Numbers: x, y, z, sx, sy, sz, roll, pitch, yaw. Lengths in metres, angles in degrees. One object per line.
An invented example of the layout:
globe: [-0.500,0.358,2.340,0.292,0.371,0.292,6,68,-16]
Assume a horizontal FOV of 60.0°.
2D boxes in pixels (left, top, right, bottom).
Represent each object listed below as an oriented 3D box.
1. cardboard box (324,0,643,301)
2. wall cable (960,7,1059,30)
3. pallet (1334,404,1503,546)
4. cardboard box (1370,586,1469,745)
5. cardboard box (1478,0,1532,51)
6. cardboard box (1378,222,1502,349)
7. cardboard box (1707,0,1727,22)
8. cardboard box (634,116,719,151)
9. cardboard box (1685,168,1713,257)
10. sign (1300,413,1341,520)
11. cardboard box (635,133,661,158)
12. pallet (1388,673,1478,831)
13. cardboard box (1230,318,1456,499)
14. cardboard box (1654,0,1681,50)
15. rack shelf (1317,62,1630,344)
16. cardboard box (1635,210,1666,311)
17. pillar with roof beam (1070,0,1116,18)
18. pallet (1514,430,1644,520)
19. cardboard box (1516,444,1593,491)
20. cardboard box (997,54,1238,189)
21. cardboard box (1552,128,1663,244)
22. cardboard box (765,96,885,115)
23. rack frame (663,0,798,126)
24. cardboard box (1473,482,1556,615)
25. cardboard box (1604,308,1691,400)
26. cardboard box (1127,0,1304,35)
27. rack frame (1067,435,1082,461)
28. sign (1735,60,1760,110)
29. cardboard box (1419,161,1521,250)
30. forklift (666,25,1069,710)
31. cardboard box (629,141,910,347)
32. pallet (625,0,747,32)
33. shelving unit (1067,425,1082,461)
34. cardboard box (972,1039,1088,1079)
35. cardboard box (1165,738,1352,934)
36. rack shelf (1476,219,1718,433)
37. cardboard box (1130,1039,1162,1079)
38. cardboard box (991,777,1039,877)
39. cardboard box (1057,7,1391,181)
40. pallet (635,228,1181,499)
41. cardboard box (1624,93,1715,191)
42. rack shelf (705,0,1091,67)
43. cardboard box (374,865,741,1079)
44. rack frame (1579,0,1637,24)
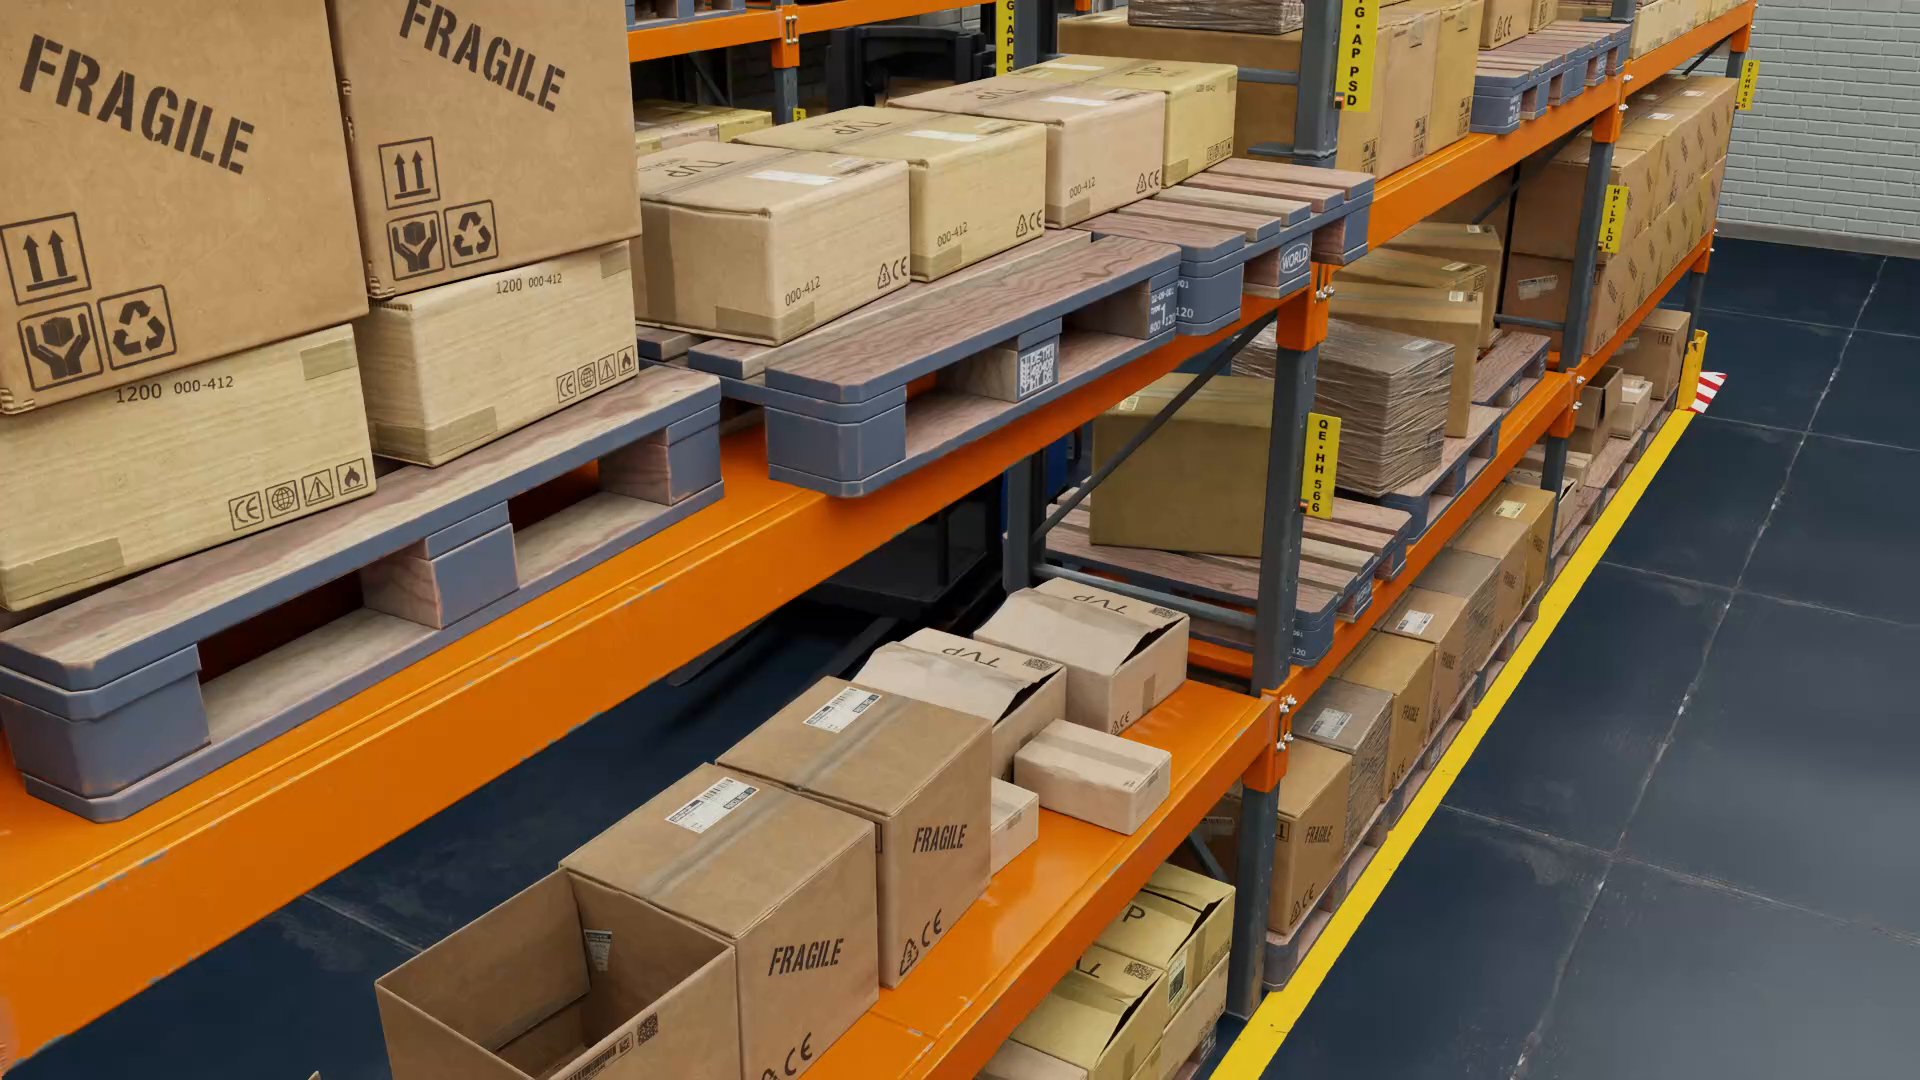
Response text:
cardboard box: [-0.855,-0.698,2.526,0.500,0.500,0.500,17,29,34]
wall cable: [0.497,-4.640,15.413,0.084,1.984,1.851,14,27,29]
pallet: [1.638,-0.375,7.083,1.003,0.211,1.213,14,27,29]
cardboard box: [1.910,0.522,7.361,0.500,0.500,0.500,13,27,27]
cardboard box: [2.064,-2.432,7.037,0.600,0.600,0.600,14,27,28]
cardboard box: [2.286,-1.282,8.281,0.700,0.500,0.500,5,24,11]
cardboard box: [4.263,-3.247,9.889,0.500,0.250,0.500,14,27,29]
cardboard box: [-1.792,-2.347,9.926,0.500,0.250,0.500,15,27,30]
cardboard box: [4.560,-2.168,10.857,0.500,0.500,0.500,14,27,29]
sign: [1.089,-0.222,5.030,0.100,0.325,0.005,14,27,29]
cardboard box: [-2.061,-2.175,9.528,0.500,0.250,0.500,14,27,30]
pallet: [1.686,0.819,7.592,1.003,0.211,1.213,14,27,29]
cardboard box: [1.497,-0.550,6.589,0.700,0.500,0.500,20,31,39]
cardboard box: [3.460,-2.744,8.726,0.500,0.250,0.500,14,27,29]
rack shelf: [1.671,-1.528,6.633,1.077,0.370,4.000,14,27,29]
cardboard box: [3.759,-1.659,9.680,0.500,0.500,0.500,14,27,29]
pillar with roof beam: [4.972,-6.486,13.407,9.100,9.000,0.400,14,27,29]
pallet: [3.732,-0.521,10.689,1.003,0.211,1.213,14,27,29]
cardboard box: [3.579,-0.448,10.022,0.380,0.166,0.250,14,27,29]
cardboard box: [0.424,-1.142,4.496,0.500,0.250,0.500,12,26,25]
cardboard box: [3.485,-1.935,9.060,0.500,0.500,0.500,13,27,27]
cardboard box: [-0.795,-2.756,11.962,0.980,0.700,0.700,13,27,28]
rack frame: [-1.485,-2.193,11.040,1.000,3.000,0.127,14,27,29]
cardboard box: [2.709,0.016,8.531,0.500,0.500,0.500,14,27,29]
cardboard box: [4.758,-1.326,11.630,0.500,0.500,0.500,14,27,29]
cardboard box: [0.851,-1.833,5.049,0.500,0.500,0.500,14,27,29]
rack frame: [0.567,-1.080,10.829,0.500,1.125,0.032,10,25,22]
sign: [5.297,-3.060,11.186,0.100,0.325,0.005,14,27,29]
cardboard box: [2.773,-1.886,8.946,0.500,0.500,0.500,14,27,29]
forklift: [-0.427,-0.971,8.303,1.130,2.935,3.031,10,25,22]
cardboard box: [-0.434,-0.589,3.219,0.500,0.250,0.500,11,26,25]
pallet: [-1.926,-3.162,9.743,0.805,0.209,1.217,13,26,27]
shelving unit: [0.358,-0.896,10.404,0.538,1.125,1.048,10,25,22]
cardboard box: [0.012,1.581,4.550,0.500,0.311,0.500,14,27,29]
cardboard box: [1.099,1.045,6.152,0.500,0.500,0.500,15,28,31]
rack shelf: [3.781,-1.501,10.347,1.077,0.370,4.000,14,27,29]
cardboard box: [0.277,1.666,5.057,0.500,0.250,0.500,14,27,28]
cardboard box: [-0.009,0.751,4.555,0.380,0.149,0.250,16,28,33]
cardboard box: [0.817,-1.383,5.267,0.910,0.500,0.500,14,27,29]
pallet: [-0.254,-0.470,3.522,1.003,0.211,1.213,15,28,31]
cardboard box: [4.299,-2.456,10.264,0.500,0.500,0.500,15,27,30]
rack shelf: [-0.430,-3.914,12.146,1.077,0.370,4.000,14,27,29]
cardboard box: [-0.797,1.064,3.390,0.500,0.500,0.500,16,28,33]
rack frame: [2.726,-3.909,7.453,1.000,3.000,0.127,14,27,29]
